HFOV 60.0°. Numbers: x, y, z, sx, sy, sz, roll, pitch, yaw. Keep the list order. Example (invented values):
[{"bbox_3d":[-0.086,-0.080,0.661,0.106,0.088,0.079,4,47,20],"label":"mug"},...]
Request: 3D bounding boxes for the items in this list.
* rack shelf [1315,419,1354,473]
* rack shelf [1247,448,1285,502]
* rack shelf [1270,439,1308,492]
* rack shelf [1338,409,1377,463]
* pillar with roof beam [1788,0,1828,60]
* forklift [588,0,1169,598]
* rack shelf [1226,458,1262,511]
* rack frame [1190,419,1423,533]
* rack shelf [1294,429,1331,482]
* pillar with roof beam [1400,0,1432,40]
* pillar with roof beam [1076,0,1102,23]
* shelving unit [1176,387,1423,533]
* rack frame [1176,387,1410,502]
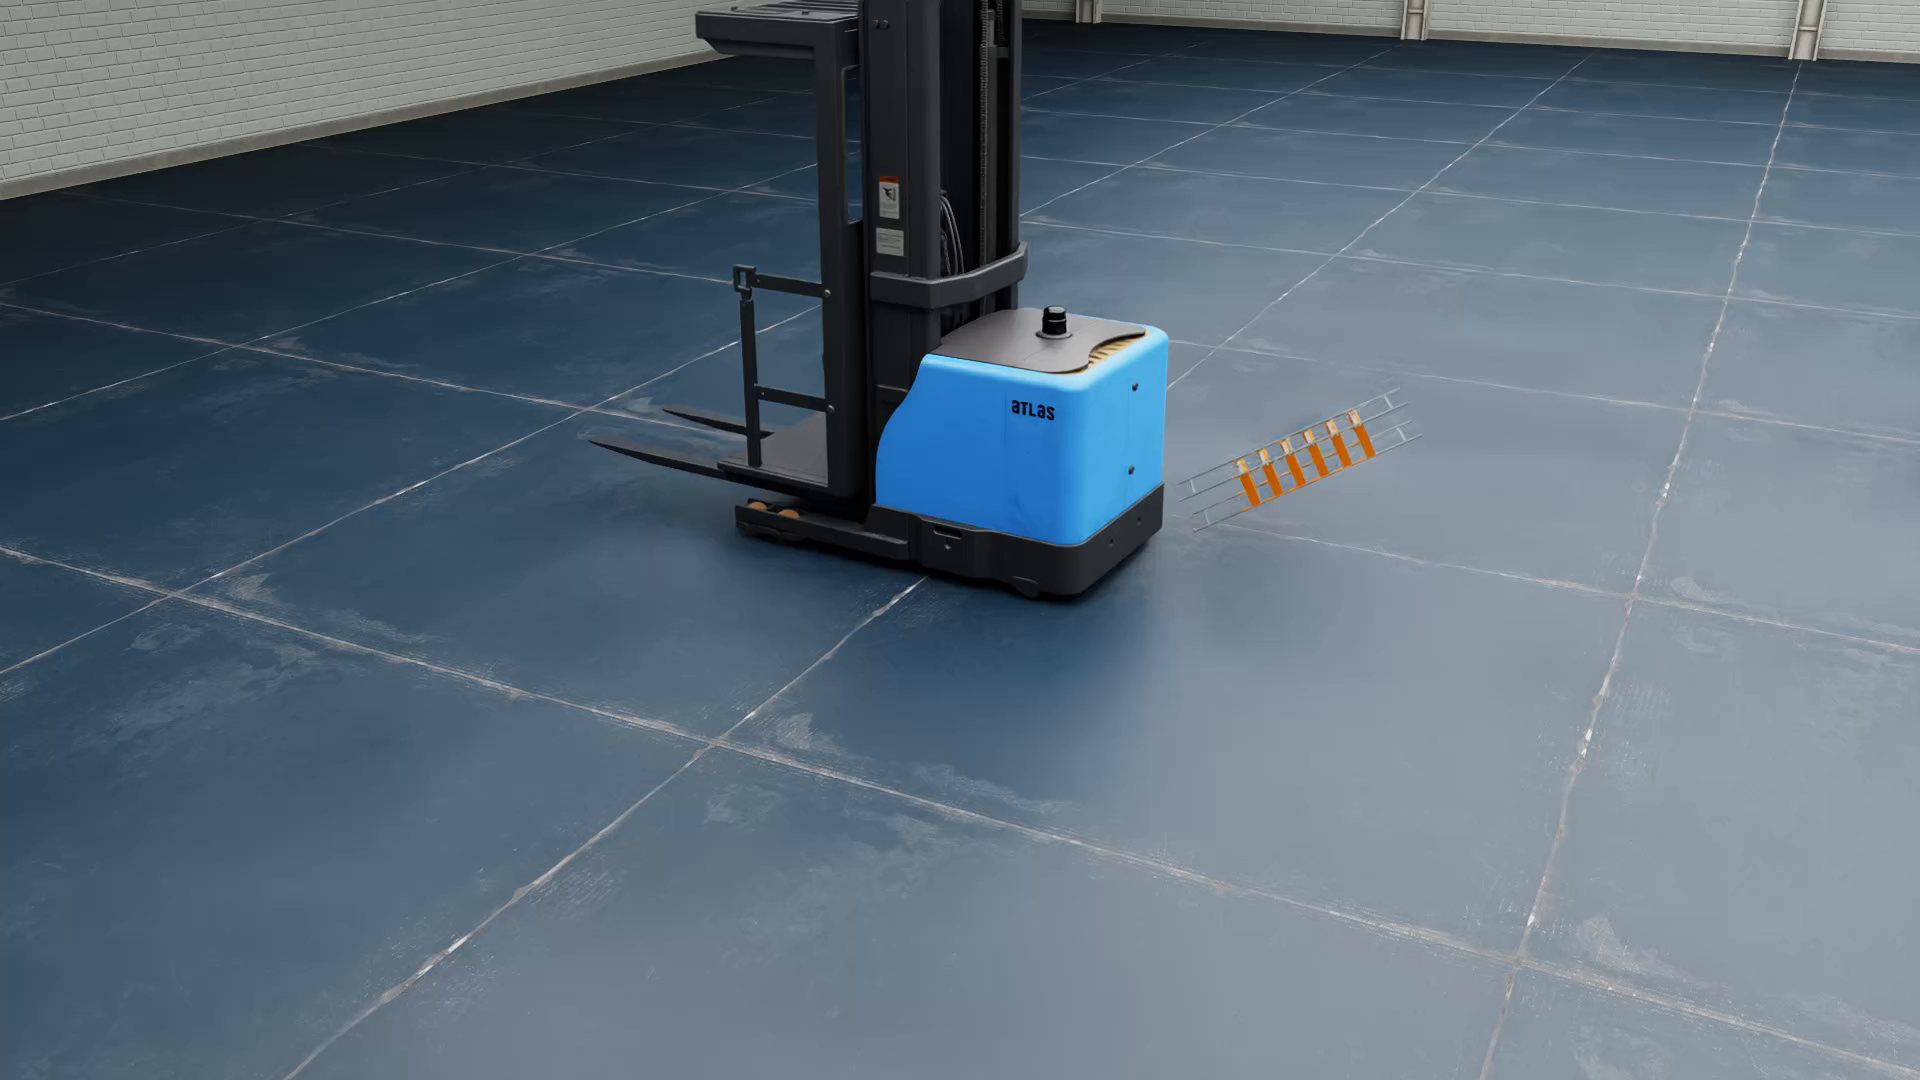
[{"bbox_3d":[1.850,-0.473,8.238,0.103,0.180,0.258,-24,20,12],"label":"rack shelf"},{"bbox_3d":[1.528,-0.333,8.313,0.103,0.180,0.258,-24,20,12],"label":"rack shelf"},{"bbox_3d":[1.635,-0.380,8.288,0.103,0.180,0.258,-24,20,12],"label":"rack shelf"},{"bbox_3d":[1.958,-0.520,8.213,0.103,0.180,0.258,-24,20,12],"label":"rack shelf"},{"bbox_3d":[11.151,-10.120,20.547,0.400,9.000,9.100,11,25,25],"label":"pillar with roof beam"},{"bbox_3d":[-0.529,-1.495,8.021,3.031,2.935,1.130,13,26,28],"label":"forklift"},{"bbox_3d":[1.420,-0.286,8.338,0.103,0.180,0.258,-24,20,12],"label":"rack shelf"},{"bbox_3d":[1.715,-0.321,8.309,1.200,0.006,0.240,-24,20,12],"label":"rack frame"},{"bbox_3d":[1.743,-0.426,8.263,0.103,0.180,0.258,-24,20,12],"label":"rack shelf"},{"bbox_3d":[5.797,-11.179,23.039,0.400,9.000,9.100,11,25,25],"label":"pillar with roof beam"},{"bbox_3d":[0.442,-12.239,25.530,0.400,9.000,9.100,11,25,25],"label":"pillar with roof beam"},{"bbox_3d":[1.675,-0.397,8.278,1.200,0.189,0.258,-24,20,12],"label":"shelving unit"},{"bbox_3d":[1.635,-0.473,8.248,1.200,0.006,0.240,-24,20,12],"label":"rack frame"}]
